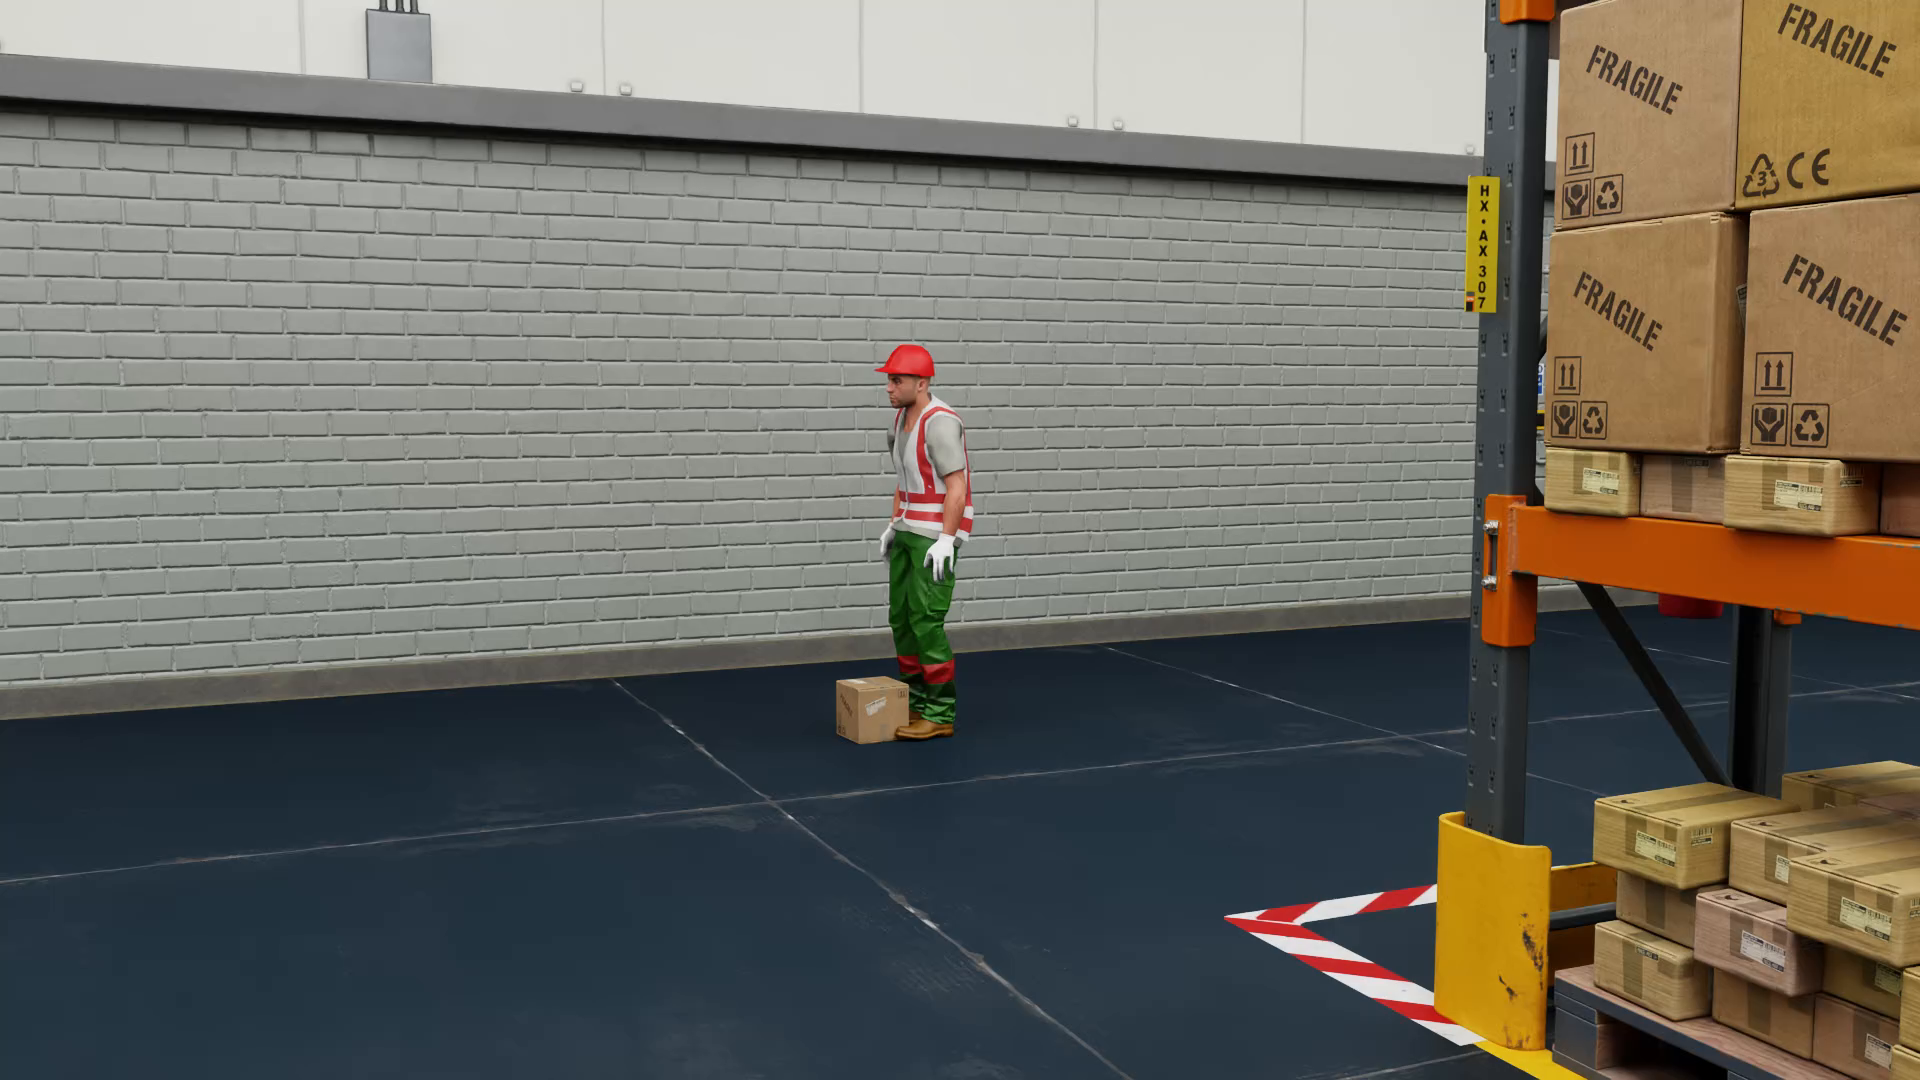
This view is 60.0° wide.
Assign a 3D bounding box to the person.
[{"bbox_3d":[-0.186,0.005,7.575,0.452,1.778,0.613,-3,6,-27],"label":"person"}]
